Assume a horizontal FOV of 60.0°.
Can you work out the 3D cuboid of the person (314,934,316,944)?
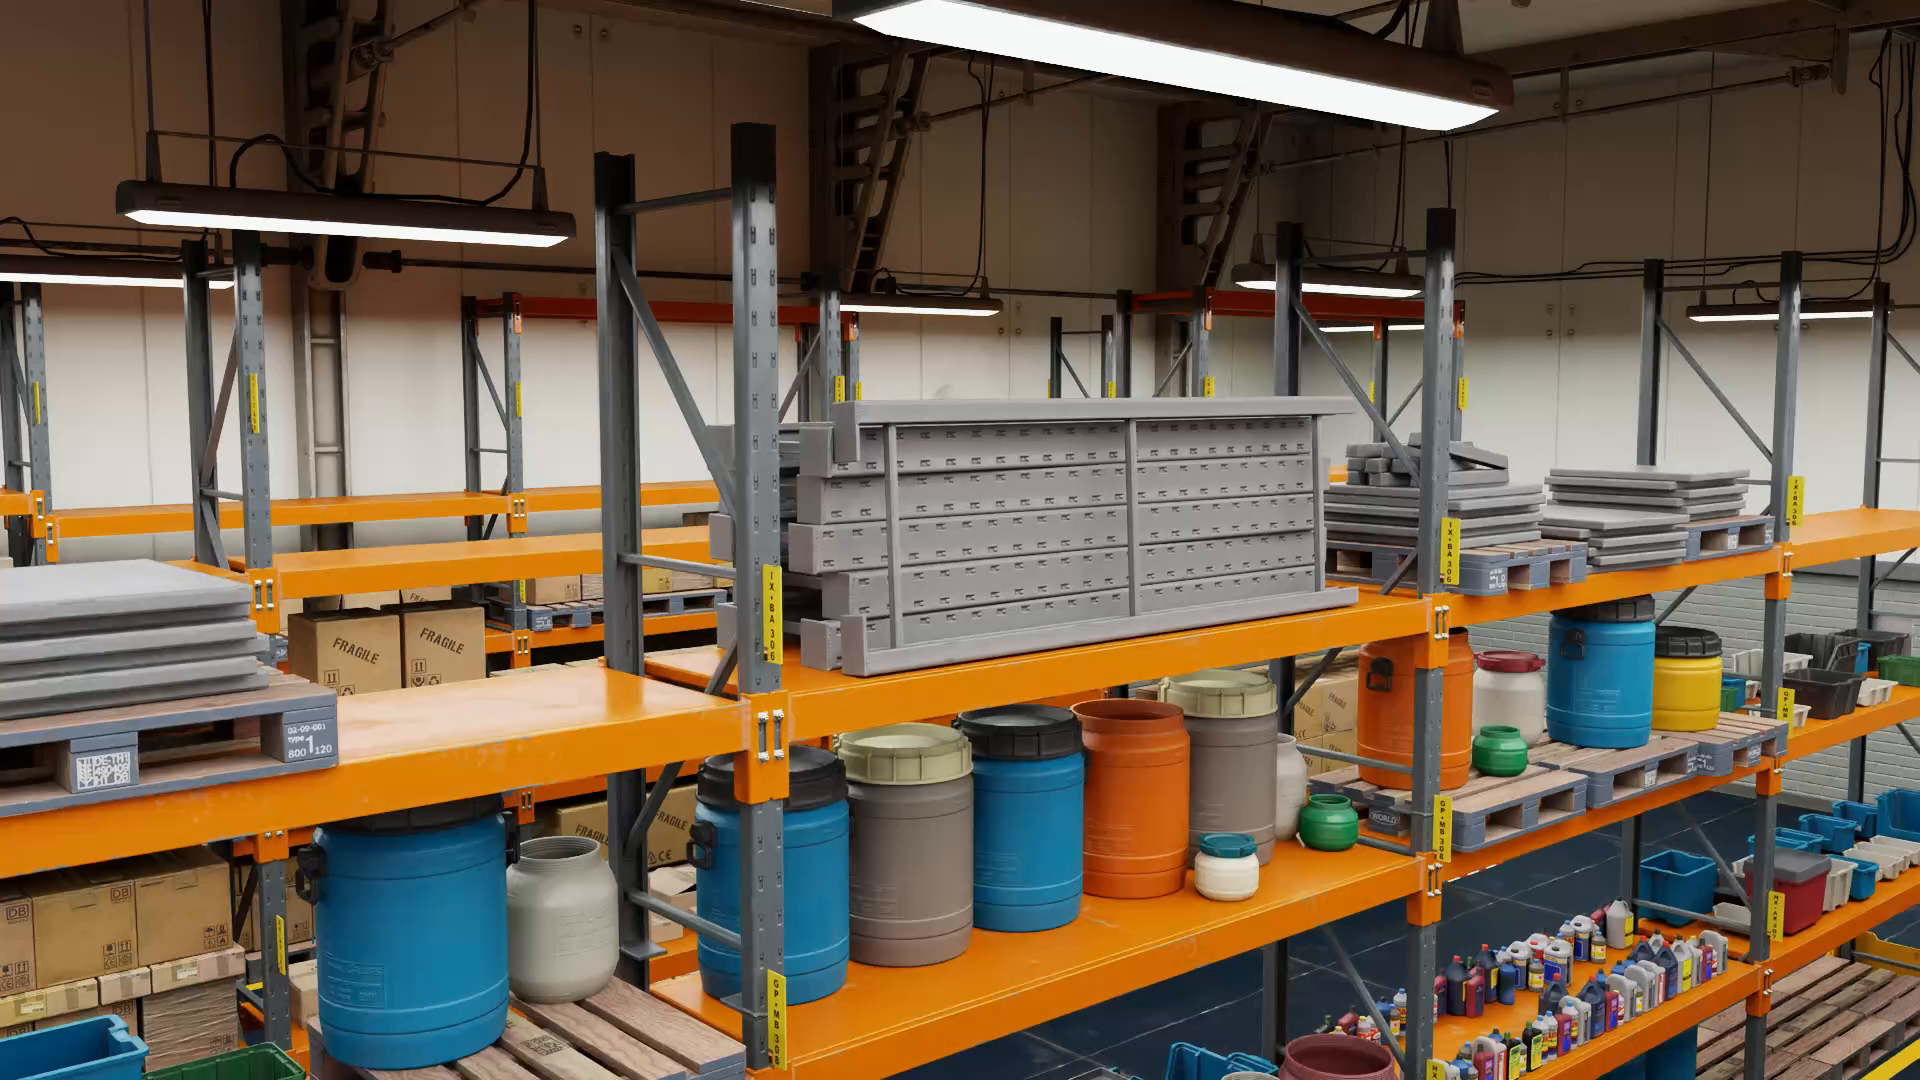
[{"bbox_3d":[-4.449,3.233,12.066,0.568,1.619,0.564,-4,7,-37],"label":"person"}]
